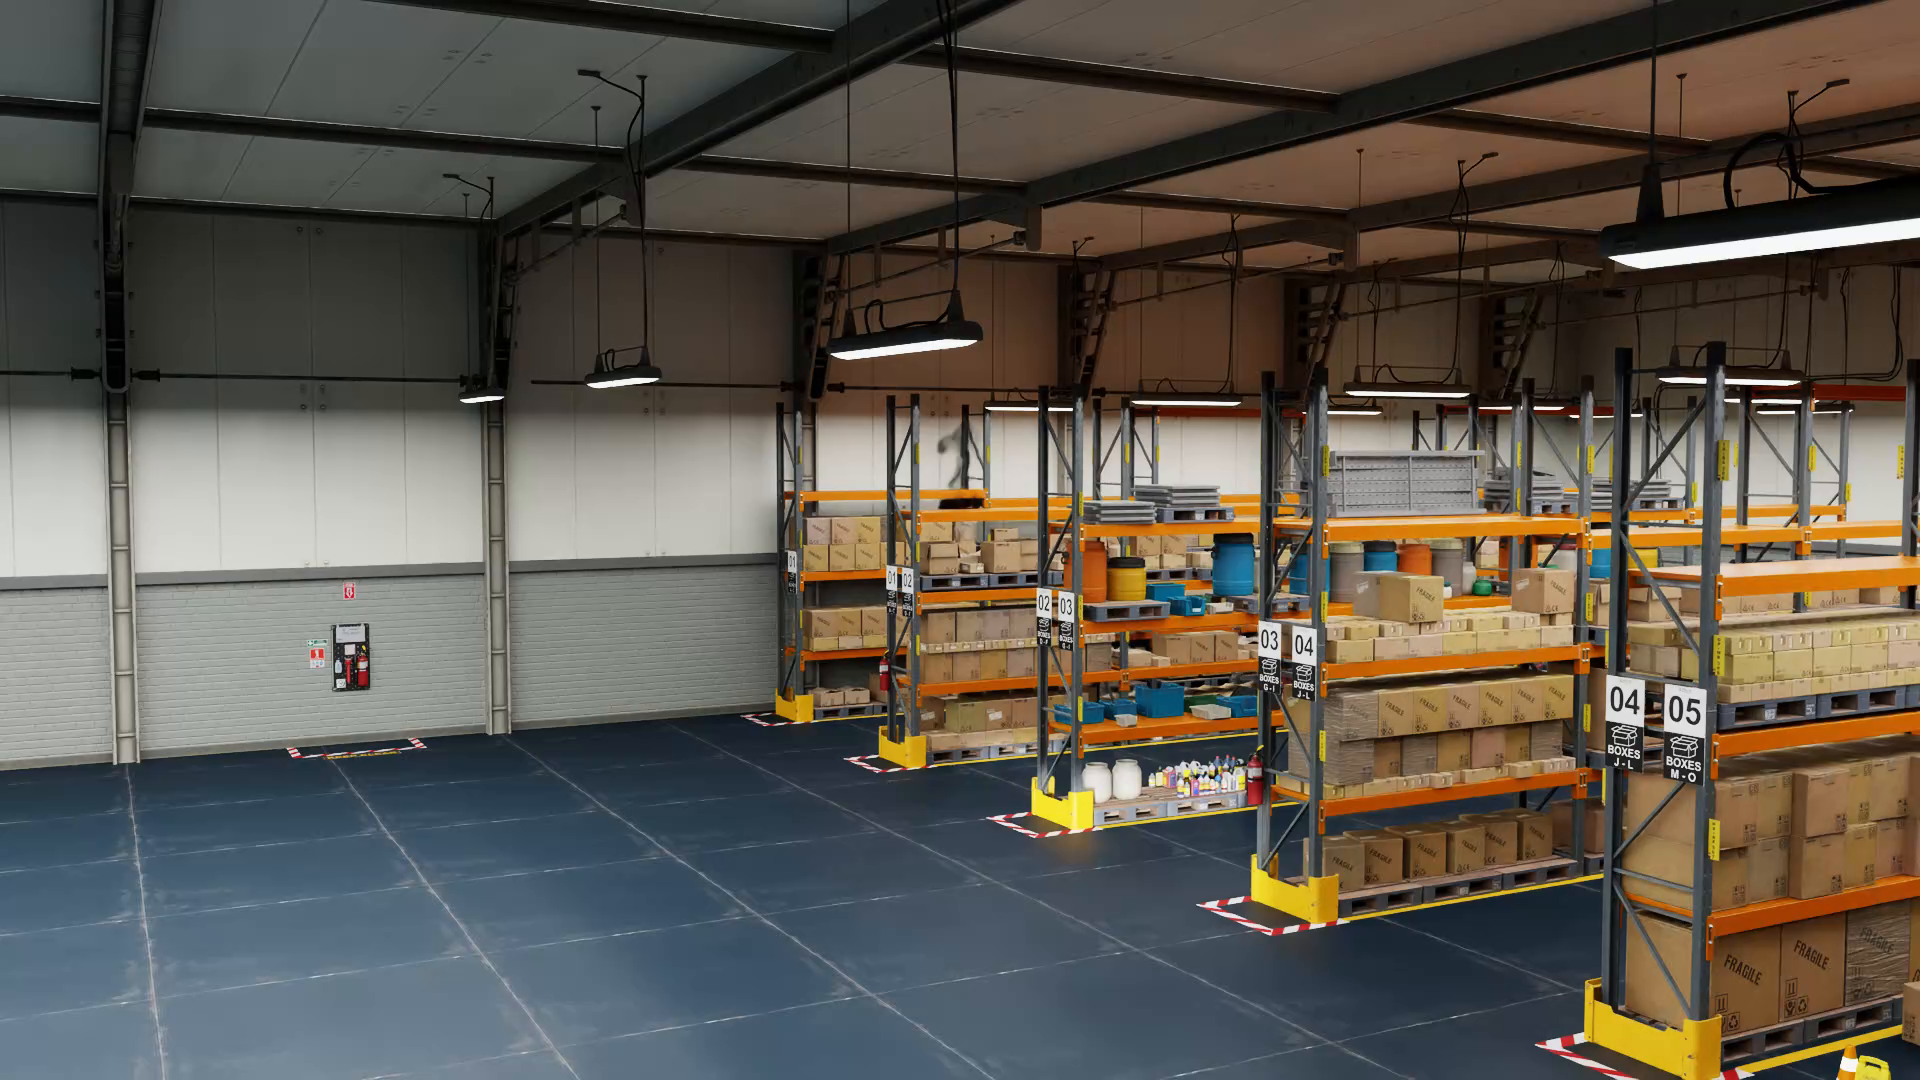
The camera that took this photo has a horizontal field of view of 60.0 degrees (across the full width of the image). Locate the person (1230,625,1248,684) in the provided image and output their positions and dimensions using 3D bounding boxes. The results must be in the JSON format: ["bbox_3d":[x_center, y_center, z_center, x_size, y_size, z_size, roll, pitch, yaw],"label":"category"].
[{"bbox_3d":[5.546,2.483,33.234,0.875,1.595,0.537,-2,4,-33],"label":"person"}]
